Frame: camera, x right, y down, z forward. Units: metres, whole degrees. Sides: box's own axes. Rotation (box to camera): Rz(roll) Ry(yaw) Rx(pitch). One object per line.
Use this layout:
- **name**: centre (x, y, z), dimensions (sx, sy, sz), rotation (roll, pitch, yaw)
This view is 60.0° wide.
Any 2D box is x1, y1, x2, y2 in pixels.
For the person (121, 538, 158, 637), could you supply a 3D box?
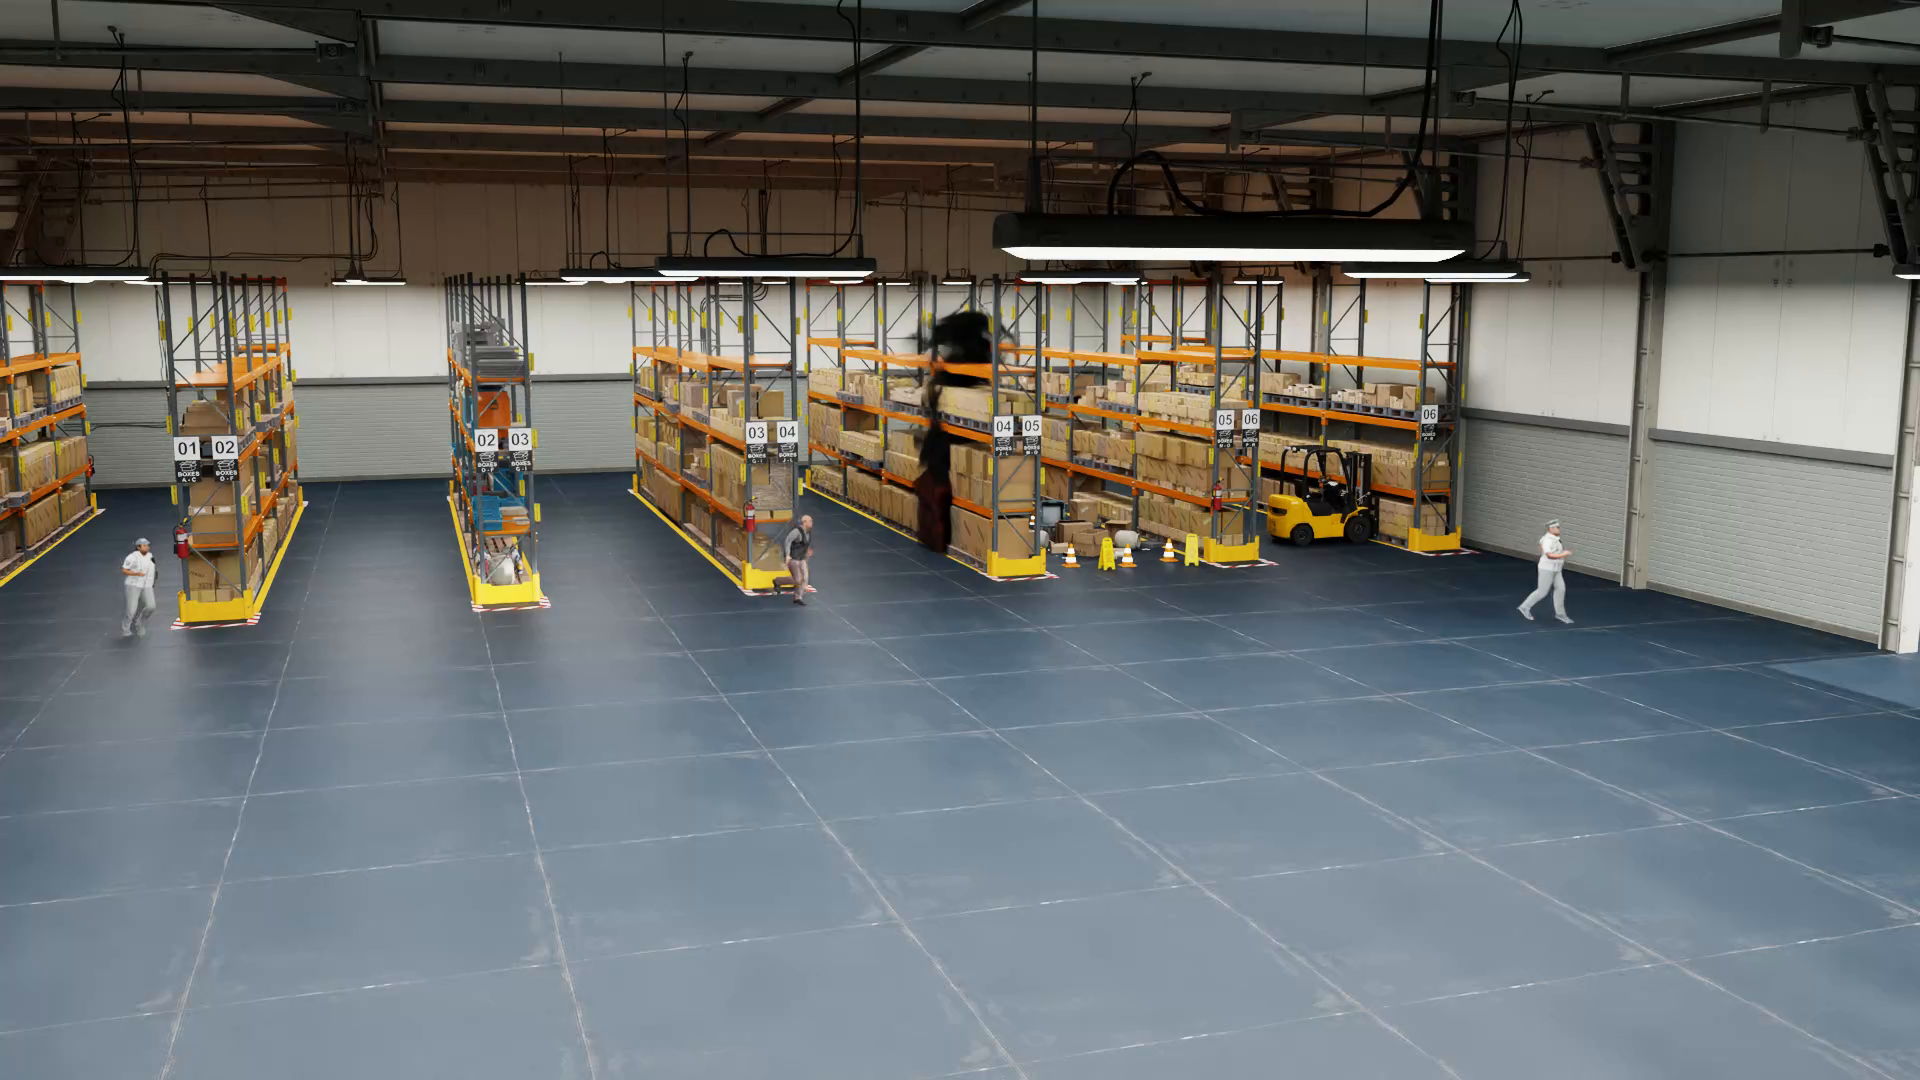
- **person**: centre (-13.558, 0.793, 27.588), dimensions (0.617, 1.634, 0.619), rotation (7, 11, 38)

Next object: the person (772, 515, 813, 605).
- **person**: centre (-3.043, 0.362, 30.368), dimensions (0.811, 1.664, 0.656), rotation (3, 9, 17)

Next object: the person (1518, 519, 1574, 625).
- **person**: centre (10.119, 0.531, 28.604), dimensions (0.908, 1.810, 0.681), rotation (5, 10, 31)
